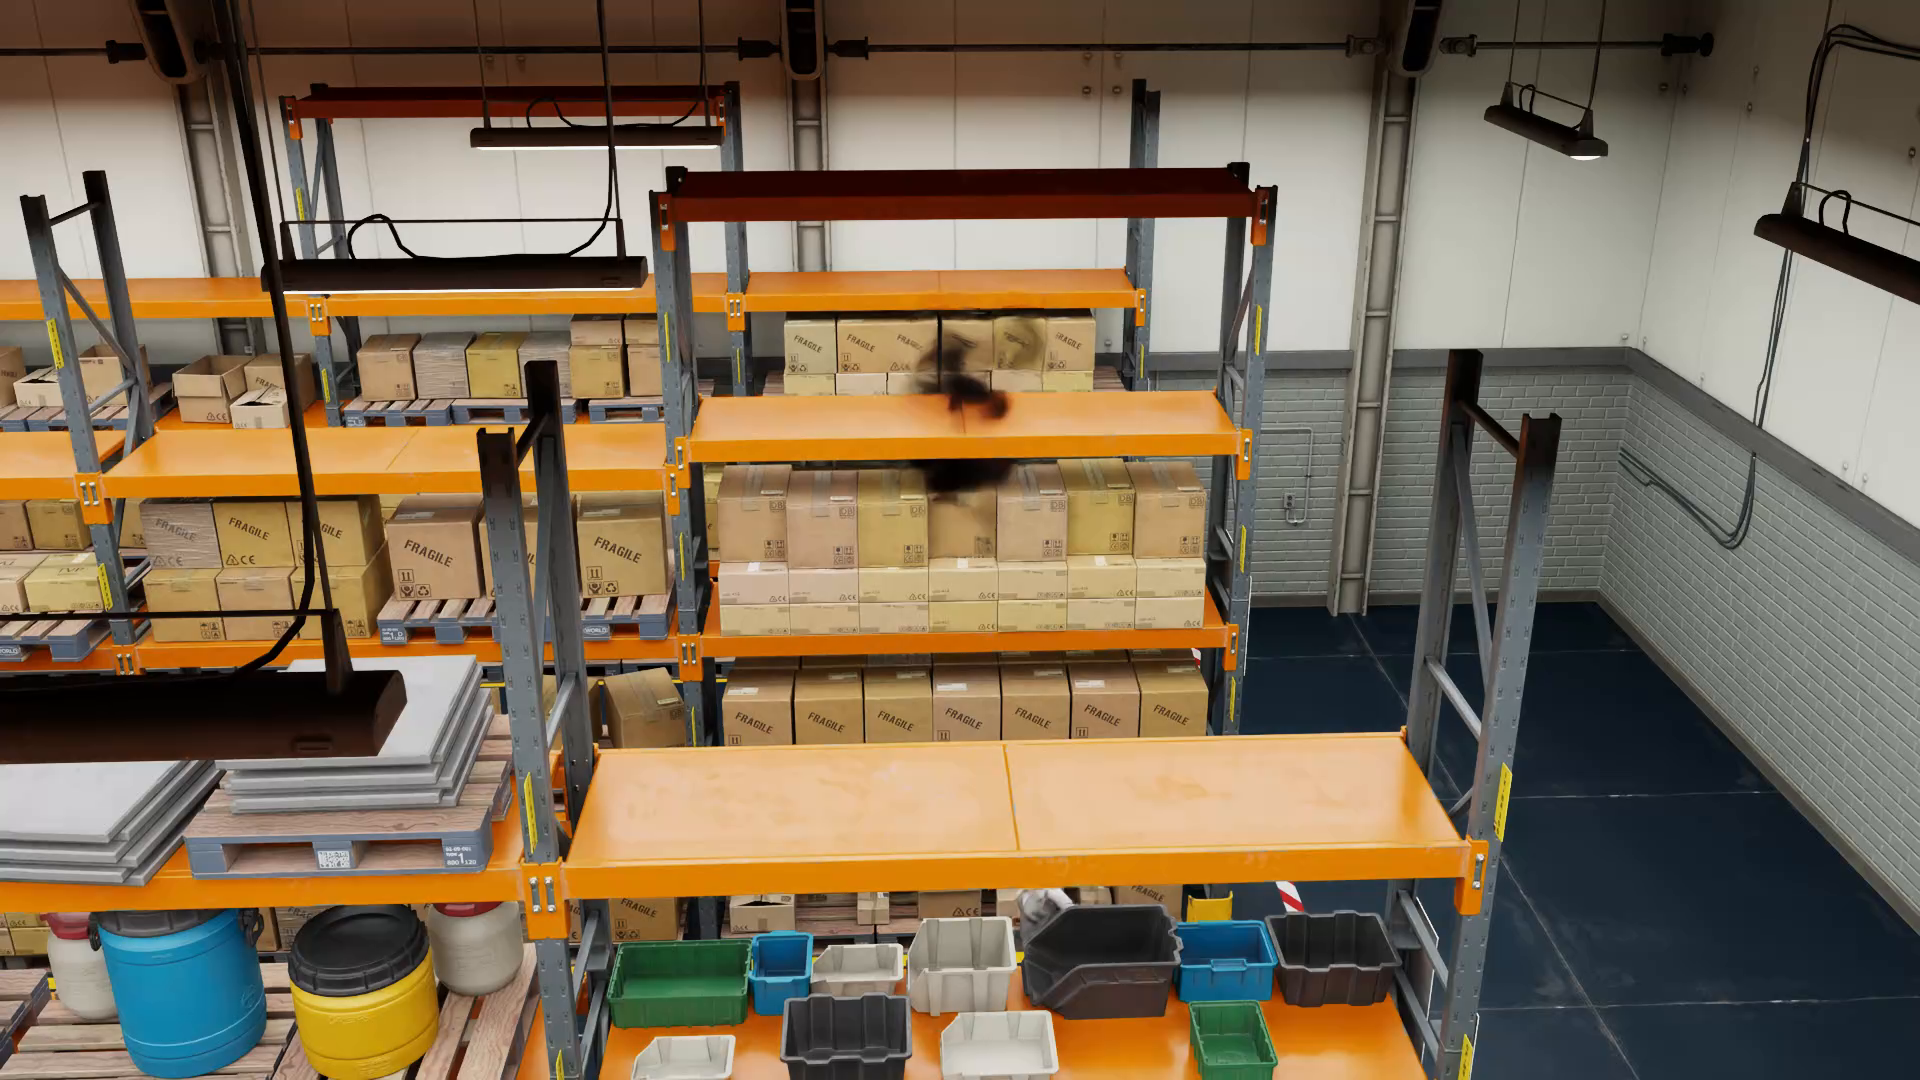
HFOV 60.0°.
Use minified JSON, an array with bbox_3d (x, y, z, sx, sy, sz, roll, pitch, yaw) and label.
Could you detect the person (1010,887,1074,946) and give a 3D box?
[{"bbox_3d":[0.584,2.831,11.449,0.547,1.643,0.571,-5,23,-13],"label":"person"}]
